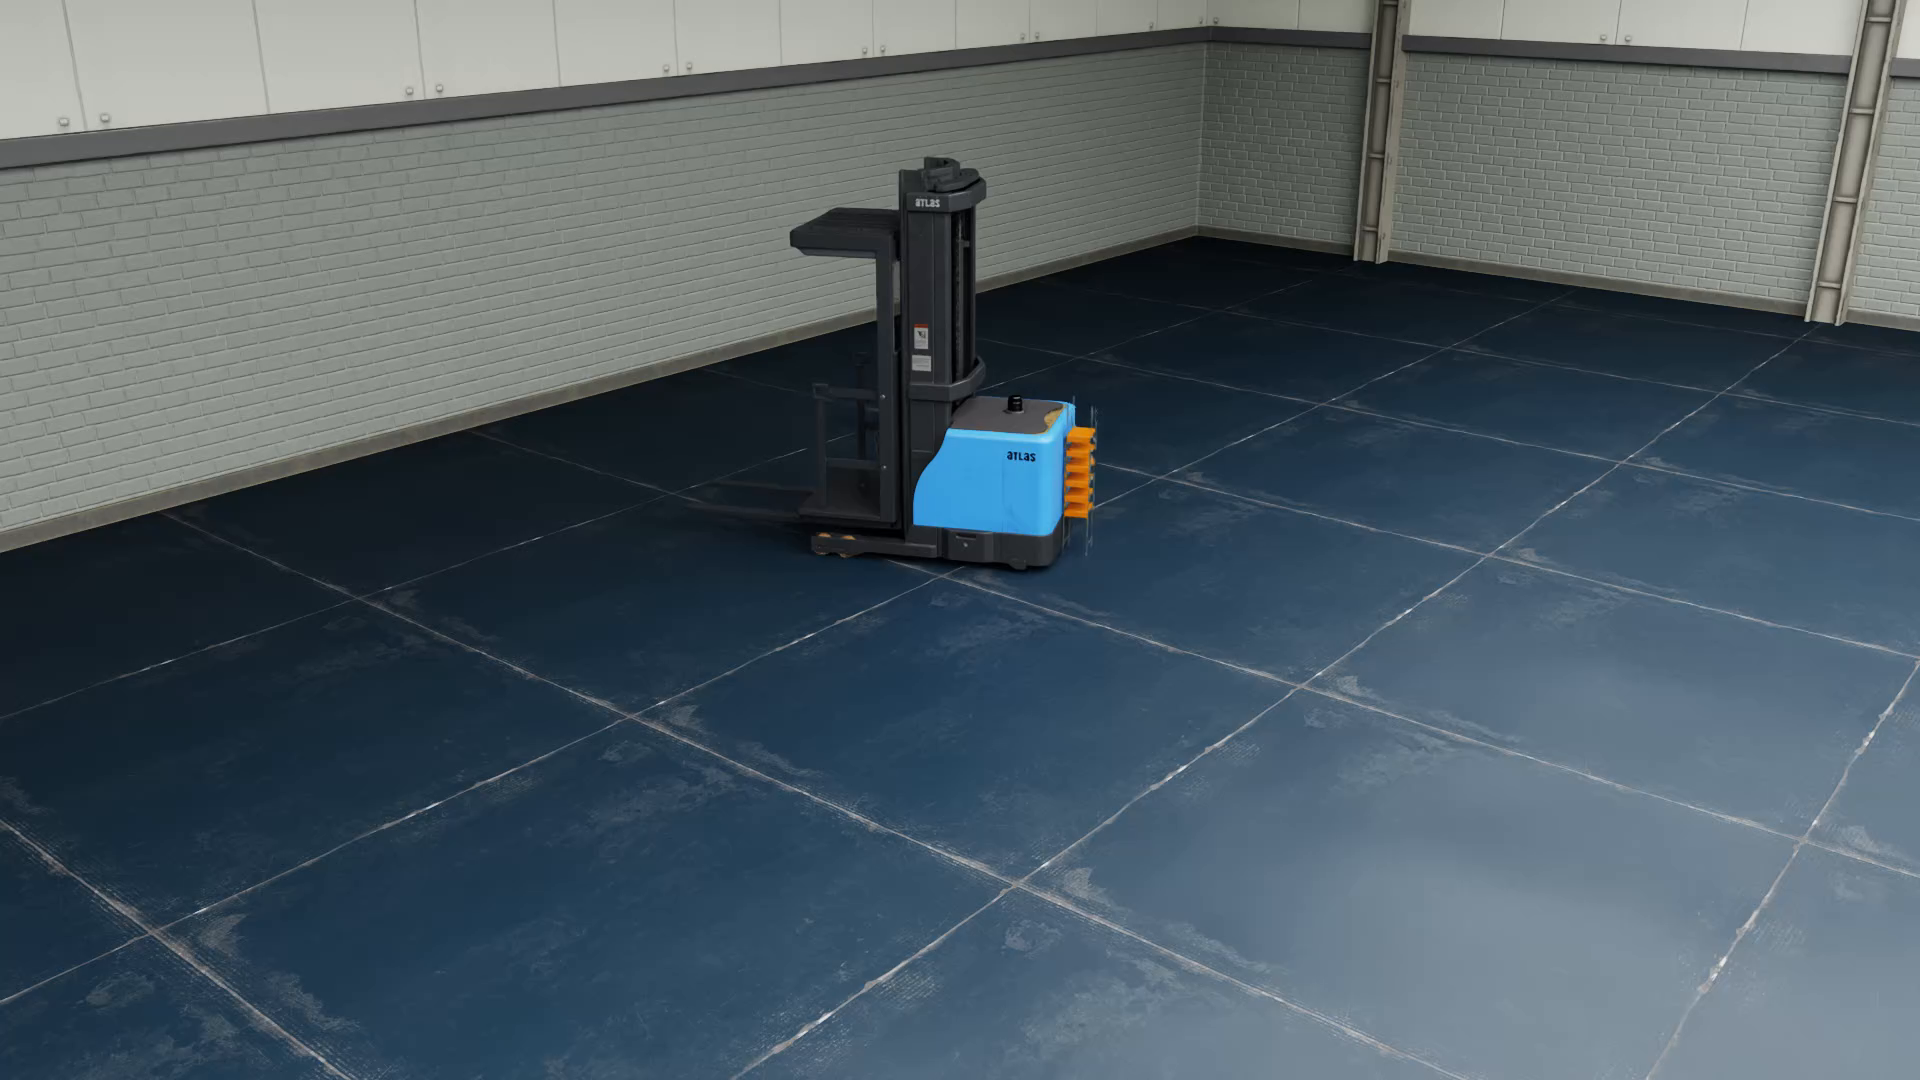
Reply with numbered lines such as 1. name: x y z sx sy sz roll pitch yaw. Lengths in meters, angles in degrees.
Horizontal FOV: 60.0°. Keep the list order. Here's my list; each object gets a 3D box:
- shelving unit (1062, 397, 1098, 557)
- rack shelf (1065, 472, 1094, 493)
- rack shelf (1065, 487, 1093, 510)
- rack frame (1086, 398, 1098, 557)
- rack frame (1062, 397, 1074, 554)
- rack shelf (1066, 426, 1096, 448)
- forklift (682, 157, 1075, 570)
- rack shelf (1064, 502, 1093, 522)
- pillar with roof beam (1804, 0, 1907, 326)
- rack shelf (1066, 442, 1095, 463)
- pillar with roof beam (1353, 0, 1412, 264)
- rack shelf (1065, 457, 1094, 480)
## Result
1. shelving unit: 0.920 -0.483 12.745 0.189 1.200 0.258 6 21 14
2. rack shelf: 0.920 -0.441 12.761 0.180 0.103 0.258 6 21 14
3. rack shelf: 0.919 -0.329 12.803 0.180 0.103 0.258 6 21 14
4. rack frame: 1.009 -0.474 12.723 0.006 1.200 0.240 6 21 14
5. rack frame: 0.832 -0.492 12.767 0.006 1.200 0.240 6 21 14
6. rack shelf: 0.923 -0.778 12.633 0.180 0.103 0.258 6 21 14
7. forklift: -0.664 -1.411 12.755 3.031 2.935 1.130 5 21 13
8. rack shelf: 0.918 -0.217 12.846 0.180 0.103 0.258 6 21 14
9. pillar with roof beam: 7.798 -5.696 15.518 0.400 9.000 9.100 16 26 36
10. rack shelf: 0.922 -0.665 12.676 0.180 0.103 0.258 6 21 14
11. pillar with roof beam: 3.149 -7.034 19.068 0.400 9.000 9.100 16 26 36
12. rack shelf: 0.921 -0.553 12.718 0.180 0.103 0.258 6 21 14
